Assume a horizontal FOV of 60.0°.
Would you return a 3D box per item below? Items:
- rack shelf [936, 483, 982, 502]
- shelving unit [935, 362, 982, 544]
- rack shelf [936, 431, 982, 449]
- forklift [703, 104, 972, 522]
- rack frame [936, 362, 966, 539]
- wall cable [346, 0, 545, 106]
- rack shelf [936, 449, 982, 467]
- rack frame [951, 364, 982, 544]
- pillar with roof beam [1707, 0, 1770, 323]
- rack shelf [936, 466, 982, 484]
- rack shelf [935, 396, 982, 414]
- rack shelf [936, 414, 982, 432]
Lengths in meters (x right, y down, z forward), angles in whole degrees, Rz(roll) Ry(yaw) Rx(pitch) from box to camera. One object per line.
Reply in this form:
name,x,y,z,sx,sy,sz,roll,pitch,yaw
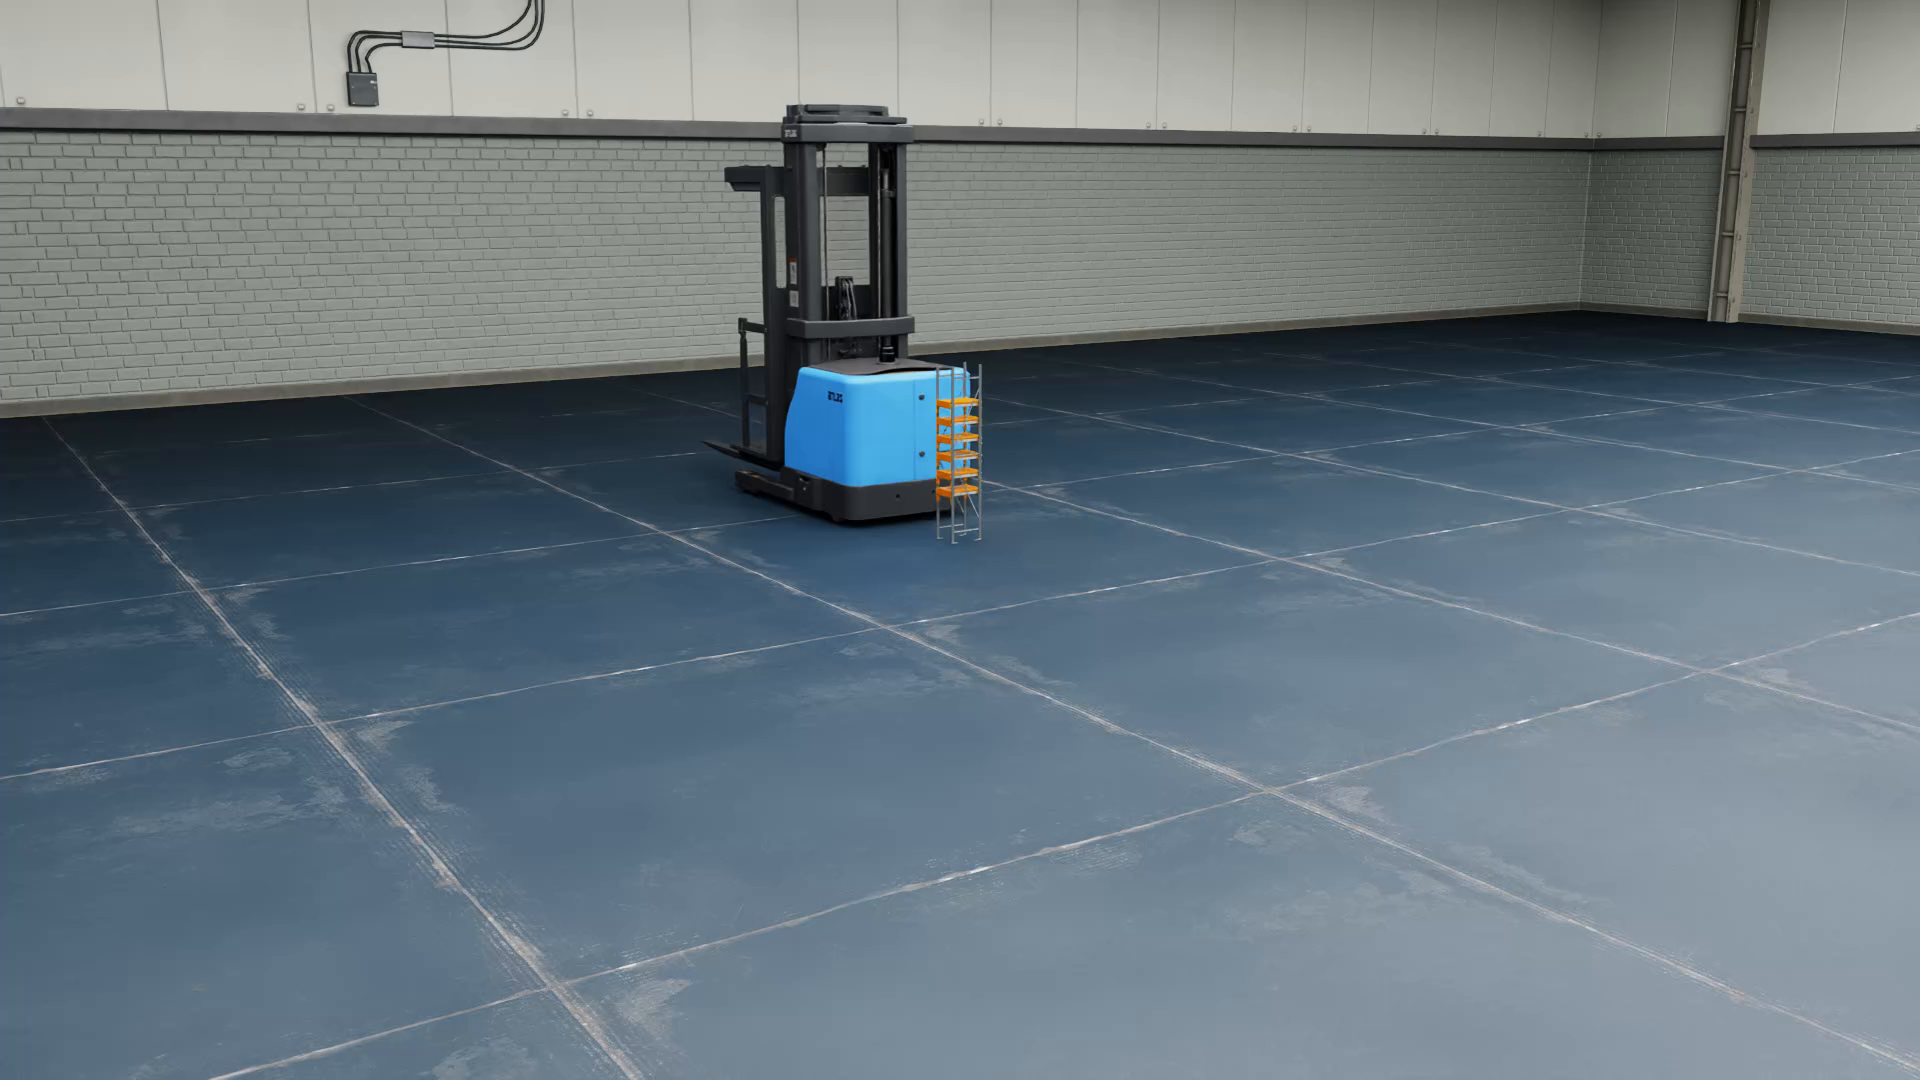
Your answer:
rack shelf,-0.008,-0.311,11.306,0.258,0.103,0.180,-8,15,-33
shelving unit,-0.008,-0.589,11.245,0.258,1.200,0.189,-8,15,-33
rack shelf,-0.008,-0.663,11.229,0.258,0.103,0.180,-8,15,-33
forklift,-1.115,-1.824,12.841,1.130,2.935,3.031,-8,14,-31
rack frame,-0.059,-0.605,11.320,0.240,1.200,0.006,-8,15,-33
wall cable,-5.777,-7.875,18.349,2.305,6.003,0.169,-8,15,-33
rack shelf,-0.008,-0.545,11.255,0.258,0.103,0.180,-8,15,-33
rack frame,0.043,-0.572,11.171,0.240,1.200,0.006,-8,15,-33
pillar with roof beam,9.482,-7.631,25.194,9.100,9.000,0.400,-8,15,-33
rack shelf,-0.008,-0.428,11.280,0.258,0.103,0.180,-8,15,-33
rack shelf,-0.008,-0.897,11.178,0.258,0.103,0.180,-8,15,-33
rack shelf,-0.008,-0.780,11.204,0.258,0.103,0.180,-8,15,-33
